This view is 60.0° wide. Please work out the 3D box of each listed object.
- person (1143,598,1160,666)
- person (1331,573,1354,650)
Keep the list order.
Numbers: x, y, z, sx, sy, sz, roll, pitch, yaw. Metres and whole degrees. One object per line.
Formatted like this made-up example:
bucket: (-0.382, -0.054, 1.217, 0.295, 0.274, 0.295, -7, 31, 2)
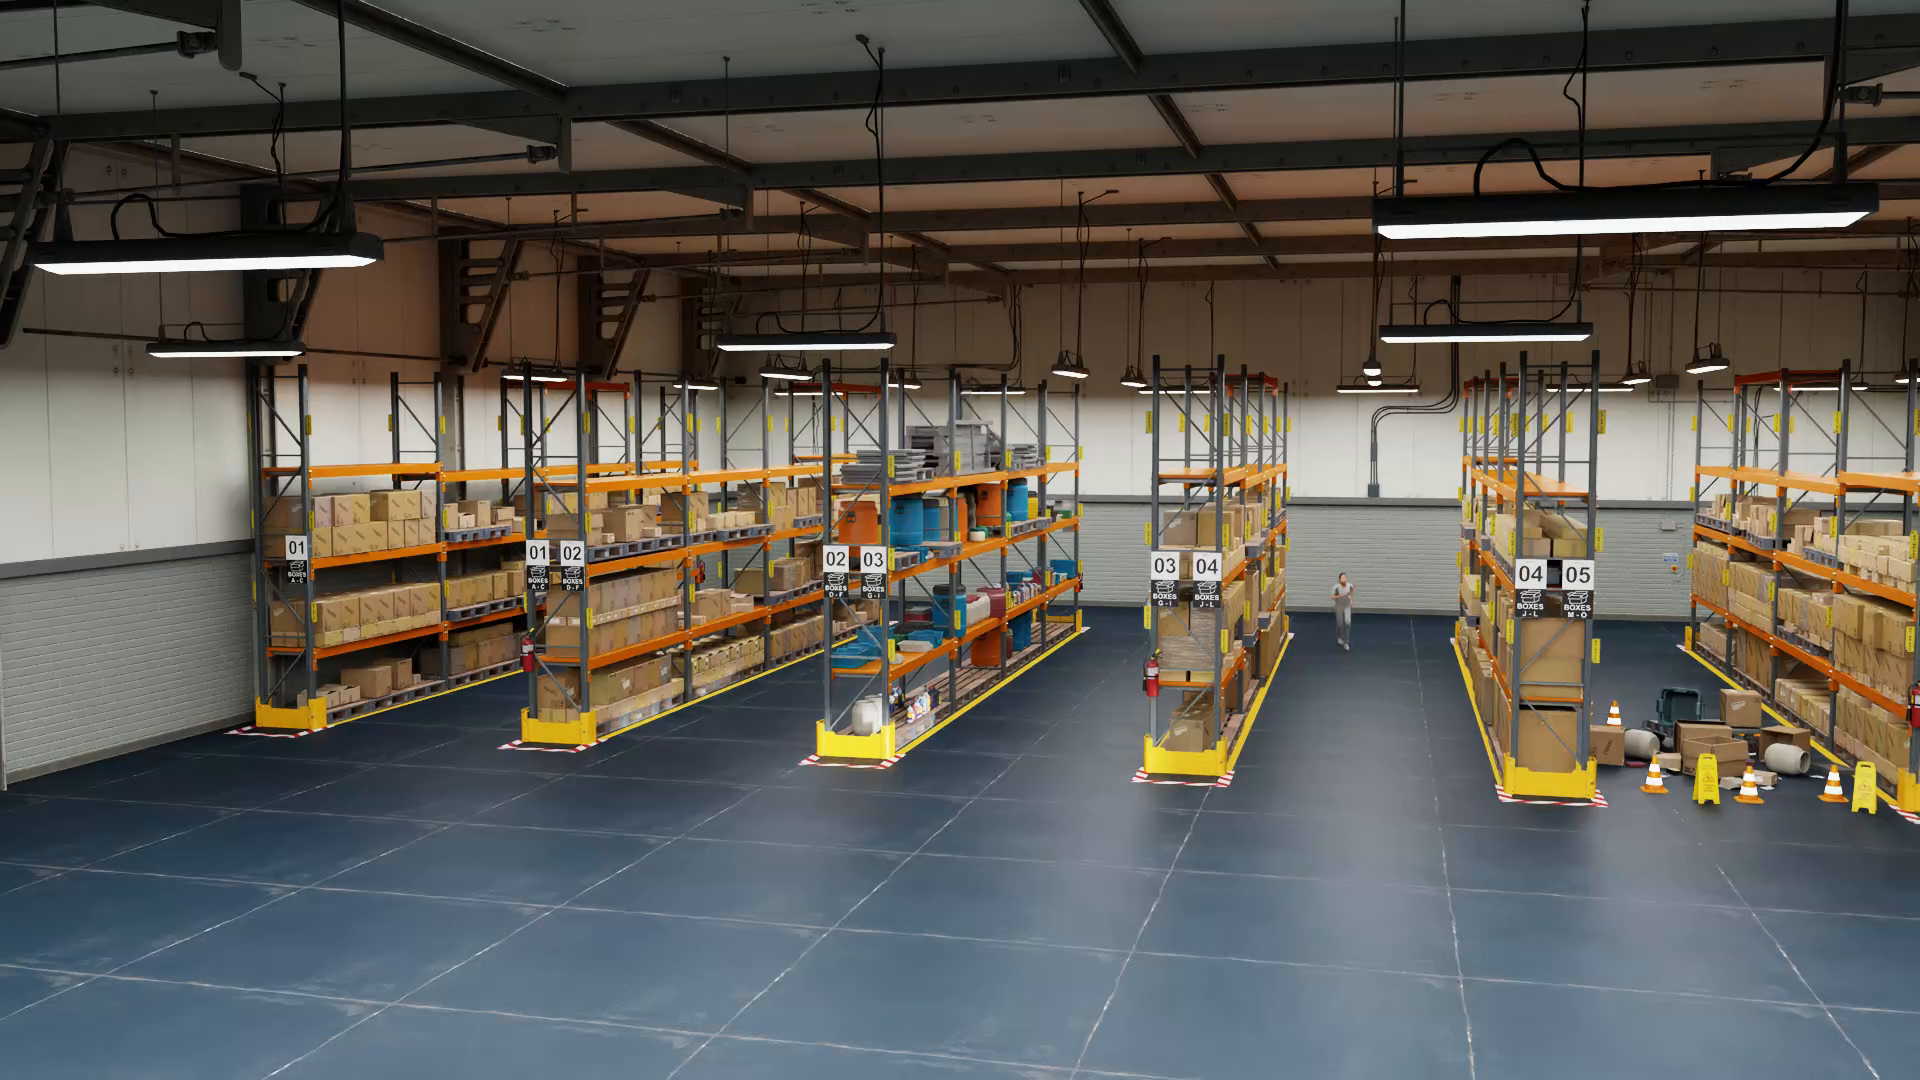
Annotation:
person: (3.972, 1.716, 33.370, 0.604, 1.614, 0.893, 1, 4, 11)
person: (8.619, 1.597, 37.512, 0.552, 1.738, 0.845, 0, 4, 4)
